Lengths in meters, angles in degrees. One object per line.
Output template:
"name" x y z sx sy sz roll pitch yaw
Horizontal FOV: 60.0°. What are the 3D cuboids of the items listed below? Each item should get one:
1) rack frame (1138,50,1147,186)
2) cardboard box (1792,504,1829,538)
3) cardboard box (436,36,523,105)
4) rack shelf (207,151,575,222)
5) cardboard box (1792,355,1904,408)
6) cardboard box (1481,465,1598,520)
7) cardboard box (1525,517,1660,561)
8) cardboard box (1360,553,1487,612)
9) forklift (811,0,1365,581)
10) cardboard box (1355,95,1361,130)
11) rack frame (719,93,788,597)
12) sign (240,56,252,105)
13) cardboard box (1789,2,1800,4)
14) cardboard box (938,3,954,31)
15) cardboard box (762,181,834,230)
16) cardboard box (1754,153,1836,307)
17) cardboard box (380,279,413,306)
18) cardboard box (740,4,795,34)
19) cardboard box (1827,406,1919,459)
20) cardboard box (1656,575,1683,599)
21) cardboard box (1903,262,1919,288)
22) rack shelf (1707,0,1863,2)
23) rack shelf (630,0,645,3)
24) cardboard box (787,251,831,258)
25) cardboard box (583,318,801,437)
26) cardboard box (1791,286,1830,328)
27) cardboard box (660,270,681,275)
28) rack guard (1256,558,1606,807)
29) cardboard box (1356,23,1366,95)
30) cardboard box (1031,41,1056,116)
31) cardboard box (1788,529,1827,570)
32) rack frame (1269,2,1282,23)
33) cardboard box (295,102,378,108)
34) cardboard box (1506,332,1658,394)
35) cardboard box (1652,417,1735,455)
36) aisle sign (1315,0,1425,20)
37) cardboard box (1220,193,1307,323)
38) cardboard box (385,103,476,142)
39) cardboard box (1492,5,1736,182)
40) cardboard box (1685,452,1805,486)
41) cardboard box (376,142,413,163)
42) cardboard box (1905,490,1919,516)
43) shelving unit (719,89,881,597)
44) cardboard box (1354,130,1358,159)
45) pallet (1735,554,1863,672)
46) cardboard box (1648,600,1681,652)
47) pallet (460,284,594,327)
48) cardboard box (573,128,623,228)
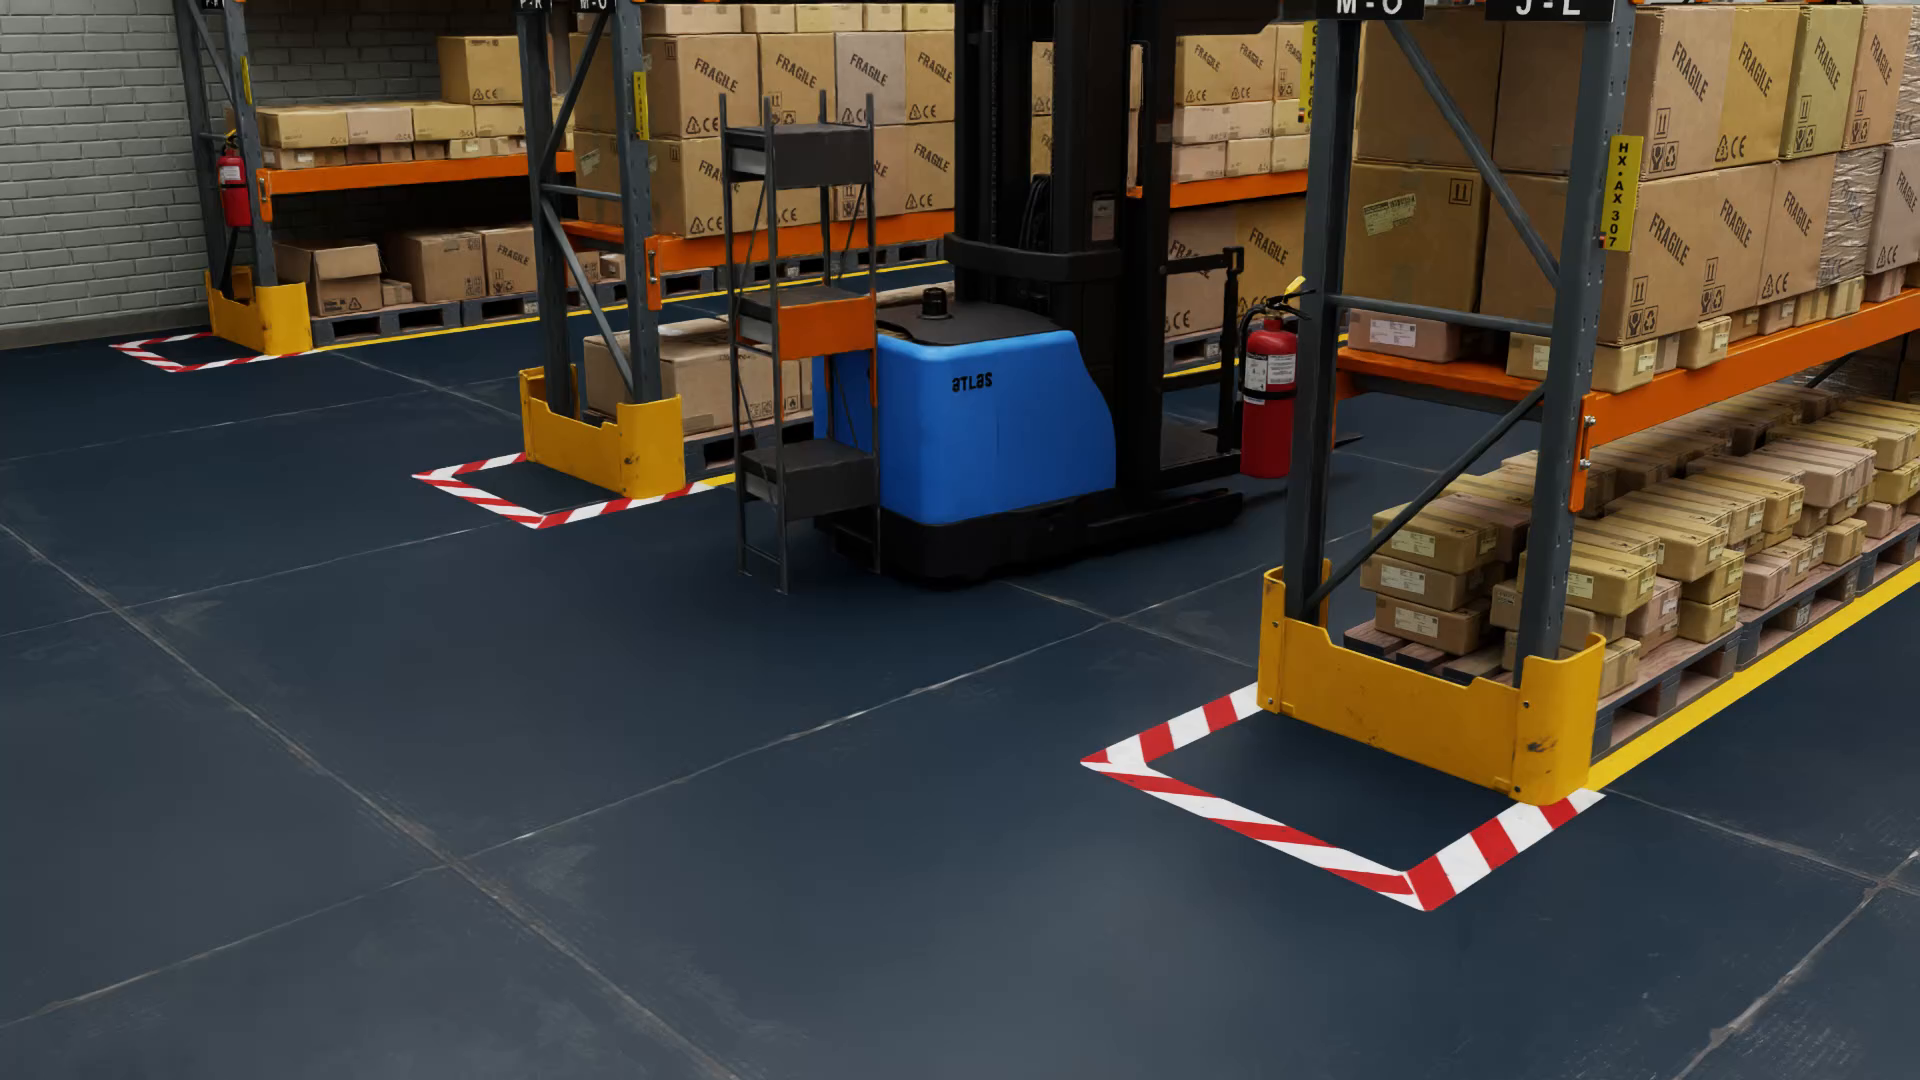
"rack frame" 0.967 -2.649 11.291 0.127 3.000 1.000 -16 24 -41
"cardboard box" 3.431 -0.145 7.029 0.380 0.149 0.250 17 24 41
"cardboard box" -3.747 -3.693 13.057 0.500 0.500 0.500 -15 24 -39
"rack shelf" -3.899 -2.994 13.523 4.000 0.370 1.077 -16 24 -41
"cardboard box" 4.807 -0.785 8.914 0.500 0.500 0.500 -17 24 -42
"cardboard box" 2.301 -0.173 6.632 0.380 0.149 0.250 17 24 42
"cardboard box" 2.267 0.040 5.975 0.250 0.149 0.380 -16 24 -40
"cardboard box" 1.723 0.126 6.192 0.250 0.149 0.380 -17 25 -42
"forklift" 0.782 -1.553 8.024 3.031 2.935 1.130 -13 22 -34
"cardboard box" 2.969 -3.281 12.672 0.500 0.250 0.500 -17 25 -42
"rack frame" -0.873 -0.802 7.053 0.015 2.100 0.400 -13 22 -34
"sign" -4.979 -3.203 11.596 0.005 0.325 0.100 -16 24 -41
"cardboard box" 8.335 -5.388 17.473 0.500 0.500 0.700 -16 24 -41
"cardboard box" -0.178 -3.032 9.637 0.250 0.149 0.380 -16 24 -41
"cardboard box" -1.044 -2.000 9.126 0.500 0.500 0.500 -17 24 -42
"cardboard box" 2.787 -1.156 6.041 0.500 0.500 0.500 -16 24 -40
"cardboard box" -4.507 -1.946 13.065 0.380 0.149 0.250 17 24 42
"cardboard box" -1.082 -2.747 8.759 0.250 0.149 0.380 -15 23 -39
"cardboard box" 4.204 -0.491 7.612 0.250 0.149 0.380 -16 24 -40
"cardboard box" 2.447 0.131 6.176 0.250 0.149 0.380 -16 24 -40
"cardboard box" 4.048 -1.206 7.249 0.250 0.149 0.380 -15 23 -39
"rack shelf" 8.234 -5.852 17.475 4.000 0.370 1.077 -16 24 -41
"rack shelf" -0.486 -3.310 9.632 4.000 0.370 1.077 -16 24 -41
"cardboard box" -1.559 -2.938 15.555 0.500 0.500 0.500 -17 24 -42
"cardboard box" -1.528 -0.944 9.507 0.875 0.438 0.875 17 24 42
"cardboard box" 3.094 -0.931 6.400 0.250 0.149 0.380 -15 23 -39
"cardboard box" -2.649 -2.420 14.527 0.380 0.149 0.250 17 25 42
"rack guard" 1.591 0.460 5.756 0.348 0.500 1.175 -16 24 -41
"cardboard box" 2.945 -3.637 12.556 0.500 0.500 0.500 -16 24 -41
"cardboard box" 0.440 -2.904 10.296 0.500 0.500 0.500 -17 24 -42
"cardboard box" 3.403 0.014 7.018 0.250 0.149 0.380 -16 24 -40
"rack frame" 3.367 -5.456 19.948 0.127 3.000 1.000 -16 24 -41
"cardboard box" -4.825 -3.249 12.902 0.500 0.250 0.500 -16 24 -41
"cardboard box" 1.996 -0.589 5.345 0.250 0.149 0.380 -17 24 -41
"cardboard box" 3.244 -0.455 7.502 0.250 0.149 0.380 -16 24 -40
"aisle sign" 1.276 -2.002 5.080 0.004 0.787 0.394 -16 24 -41
"cardboard box" 2.014 -2.180 12.610 0.875 0.875 0.875 -15 23 -39
"cardboard box" -4.105 -3.234 12.856 0.500 0.250 0.500 -17 24 -42
"cardboard box" 2.044 -1.414 5.216 0.500 0.500 0.500 -16 24 -41
"cardboard box" 3.209 -0.233 6.816 0.250 0.149 0.380 -16 24 -41
"cardboard box" -4.379 -2.969 12.686 0.250 0.149 0.380 -15 23 -39
"cardboard box" 4.391 -0.245 7.819 0.250 0.149 0.380 -16 24 -40
"shelving unit" -0.677 -0.847 7.191 0.503 2.100 0.431 -13 22 -34
"cardboard box" 2.948 -3.045 12.755 0.500 0.250 0.500 -17 24 -41
"pallet" 3.091 0.176 7.101 1.213 0.211 1.003 -16 24 -41
"cardboard box" 2.446 0.276 6.212 0.250 0.149 0.380 -16 24 -40
"pallet" -3.832 -2.029 13.900 1.213 0.211 1.003 -16 24 -41
"cardboard box" -1.770 -2.010 9.159 0.500 0.500 0.500 -16 24 -41
